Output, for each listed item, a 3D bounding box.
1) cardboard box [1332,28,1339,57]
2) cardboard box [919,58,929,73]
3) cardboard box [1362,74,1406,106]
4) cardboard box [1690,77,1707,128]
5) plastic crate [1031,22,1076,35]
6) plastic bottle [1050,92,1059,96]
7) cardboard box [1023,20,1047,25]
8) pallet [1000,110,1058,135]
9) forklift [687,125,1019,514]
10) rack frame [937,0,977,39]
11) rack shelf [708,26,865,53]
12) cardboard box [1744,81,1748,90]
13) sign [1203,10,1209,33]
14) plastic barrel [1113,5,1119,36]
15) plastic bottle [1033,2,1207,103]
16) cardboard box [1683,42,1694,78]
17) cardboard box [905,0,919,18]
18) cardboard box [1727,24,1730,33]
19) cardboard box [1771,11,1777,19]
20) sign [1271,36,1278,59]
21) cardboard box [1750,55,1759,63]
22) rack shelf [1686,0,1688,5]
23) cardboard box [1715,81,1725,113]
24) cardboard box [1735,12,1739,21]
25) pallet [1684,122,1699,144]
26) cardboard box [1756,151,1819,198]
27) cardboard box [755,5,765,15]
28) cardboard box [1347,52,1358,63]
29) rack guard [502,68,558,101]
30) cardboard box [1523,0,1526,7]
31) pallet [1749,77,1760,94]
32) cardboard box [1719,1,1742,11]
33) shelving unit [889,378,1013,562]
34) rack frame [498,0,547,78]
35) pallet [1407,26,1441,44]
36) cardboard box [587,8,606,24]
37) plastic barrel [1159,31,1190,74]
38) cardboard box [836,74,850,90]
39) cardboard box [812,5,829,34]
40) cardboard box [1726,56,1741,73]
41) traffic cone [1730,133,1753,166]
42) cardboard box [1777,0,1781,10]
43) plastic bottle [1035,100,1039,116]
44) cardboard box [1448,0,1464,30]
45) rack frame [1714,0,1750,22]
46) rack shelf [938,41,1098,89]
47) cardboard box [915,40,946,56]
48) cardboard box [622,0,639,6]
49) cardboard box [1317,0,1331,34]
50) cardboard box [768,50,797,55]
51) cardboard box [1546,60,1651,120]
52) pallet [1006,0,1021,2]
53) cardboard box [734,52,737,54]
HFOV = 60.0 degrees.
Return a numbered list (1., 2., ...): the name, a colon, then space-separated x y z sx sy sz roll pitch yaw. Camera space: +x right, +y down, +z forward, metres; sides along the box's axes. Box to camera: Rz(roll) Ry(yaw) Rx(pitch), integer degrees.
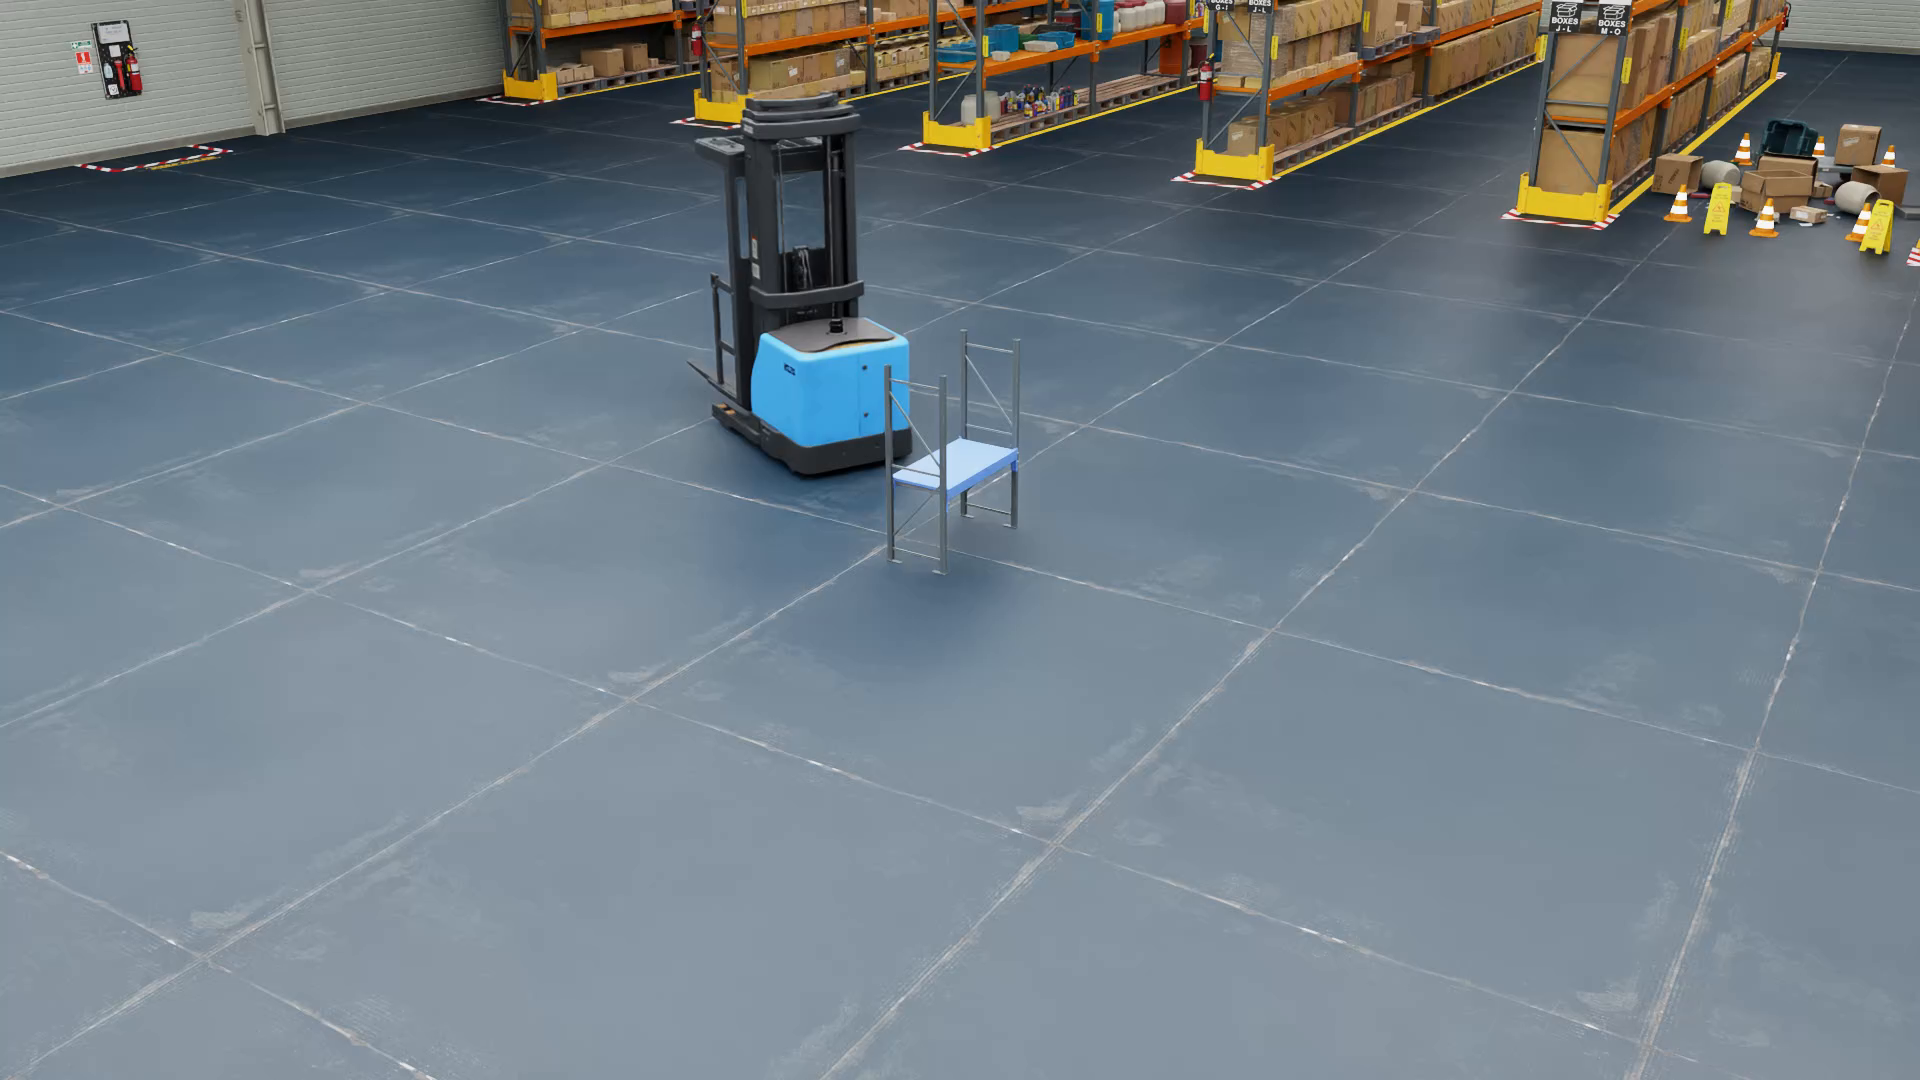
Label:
1. cardboard box: 5.680 -8.180 27.206 0.875 0.500 0.500 14 27 29
2. cardboard box: -0.916 -9.910 34.634 0.500 0.250 0.500 14 27 30
3. cardboard box: 7.756 -8.283 30.536 0.700 0.500 0.500 11 26 25
4. cardboard box: 12.137 -7.548 28.550 1.050 0.750 0.750 13 27 28
5. plastic crate: 1.672 -9.158 30.042 0.767 0.338 0.504 14 27 29
6. plastic bottle: 1.721 -7.968 30.091 0.152 0.276 0.135 14 27 29
7. cardboard box: 1.785 -11.739 38.519 0.500 0.500 0.500 14 27 29
8. pallet: 1.024 -7.425 29.472 1.003 0.211 1.213 14 27 29
9. forklift: 0.144 -5.120 19.883 10.324 3.598 15.967 -13 27 -28
10. rack frame: -0.040 -11.726 35.896 1.000 3.000 0.127 14 27 29
11. rack shelf: -3.205 -9.460 31.322 0.919 0.124 3.809 14 27 29
12. cardboard box: 15.109 -8.865 32.347 0.380 0.149 0.250 13 26 27
13. sign: 3.693 -7.748 24.852 0.100 0.325 0.005 14 27 29
14. plastic barrel: 2.747 -9.676 30.989 0.433 0.535 0.433 0 23 0
15. plastic bottle: 3.186 -9.490 32.237 0.601 1.363 6.012 15 27 30
16. cardboard box: 11.196 -7.562 26.153 0.500 0.500 0.500 14 27 29
17. cardboard box: -1.189 -11.024 34.149 0.500 0.500 0.500 14 27 29
18. cardboard box: 13.505 -9.124 29.675 0.380 0.149 0.250 15 28 31
19. cardboard box: 16.425 -10.735 33.925 0.380 0.149 0.250 15 27 30
20. sign: 4.615 -7.232 24.426 0.100 0.325 0.005 14 27 29
21. cardboard box: 15.848 -9.677 33.475 0.380 0.149 0.250 14 27 29
22. rack shelf: 11.479 -8.946 26.605 1.077 0.370 4.000 14 27 29
23. cardboard box: 13.437 -8.197 30.362 1.021 0.500 1.490 14 27 30
24. cardboard box: 13.910 -9.517 30.208 0.380 0.149 0.250 14 27 29
25. pallet: 12.054 -7.045 28.593 1.003 0.211 1.213 14 27 29
26. cardboard box: 11.835 -5.229 23.860 0.797 0.637 0.503 14 27 29
27. cardboard box: -3.733 -9.546 29.919 0.380 0.149 0.250 13 27 28
28. cardboard box: 6.400 -8.049 27.719 0.380 0.149 0.250 14 27 29
29. rack guard: -8.430 -8.941 32.609 1.175 0.500 0.348 14 27 29
30. cardboard box: 12.012 -11.611 35.948 0.380 0.149 0.250 14 27 29
31. pallet: 15.611 -9.293 33.786 1.003 0.211 1.213 14 27 29
32. cardboard box: 14.049 -9.750 30.372 0.380 0.149 0.250 13 27 27
33. shelving unit: -0.054 -0.653 12.205 0.475 1.308 0.991 14 27 29
34. rack frame: -8.471 -10.062 32.054 1.000 3.000 0.127 14 27 29
35. pallet: 8.088 -9.297 30.528 1.213 0.211 1.003 14 27 29
36. cardboard box: -7.408 -10.450 33.112 0.500 0.250 0.500 13 27 28
37. plastic barrel: 4.410 -10.052 34.232 0.600 0.830 0.708 14 27 29
38. cardboard box: -2.481 -8.937 32.388 0.500 0.250 0.500 14 27 29
39. cardboard box: -2.920 -9.922 31.605 0.700 0.500 0.500 14 27 30
40. cardboard box: 14.184 -8.840 30.903 0.500 0.250 0.500 15 28 31
41. traffic cone: 12.415 -6.197 26.318 0.336 0.463 0.334 14 27 29
42. cardboard box: 16.460 -11.079 33.902 0.500 0.500 0.500 13 27 28
43. plastic bottle: 1.348 -7.598 29.242 0.097 0.271 0.097 0 23 0
44. cardboard box: 9.399 -10.149 32.129 0.500 0.500 0.500 13 27 28
45. rack frame: 14.642 -9.926 31.738 0.949 2.616 0.053 14 27 29
46. rack shelf: 1.001 -8.331 28.960 1.077 0.370 4.000 14 27 29
47. cardboard box: -0.644 -10.339 34.919 0.500 0.311 0.500 14 27 29
48. cardboard box: -6.880 -11.135 33.751 0.500 0.500 0.500 13 27 27
49. cardboard box: 5.466 -8.224 26.049 0.500 0.500 0.500 14 27 29
50. cardboard box: -3.450 -9.053 31.710 0.500 0.500 0.500 14 27 29
51. cardboard box: 8.924 -6.344 23.276 0.937 0.550 2.165 14 27 29
52. pallet: 0.982 -12.295 37.452 1.003 0.211 1.213 14 27 29
53. cardboard box: -5.195 -11.240 37.367 0.700 0.500 0.500 14 27 29
